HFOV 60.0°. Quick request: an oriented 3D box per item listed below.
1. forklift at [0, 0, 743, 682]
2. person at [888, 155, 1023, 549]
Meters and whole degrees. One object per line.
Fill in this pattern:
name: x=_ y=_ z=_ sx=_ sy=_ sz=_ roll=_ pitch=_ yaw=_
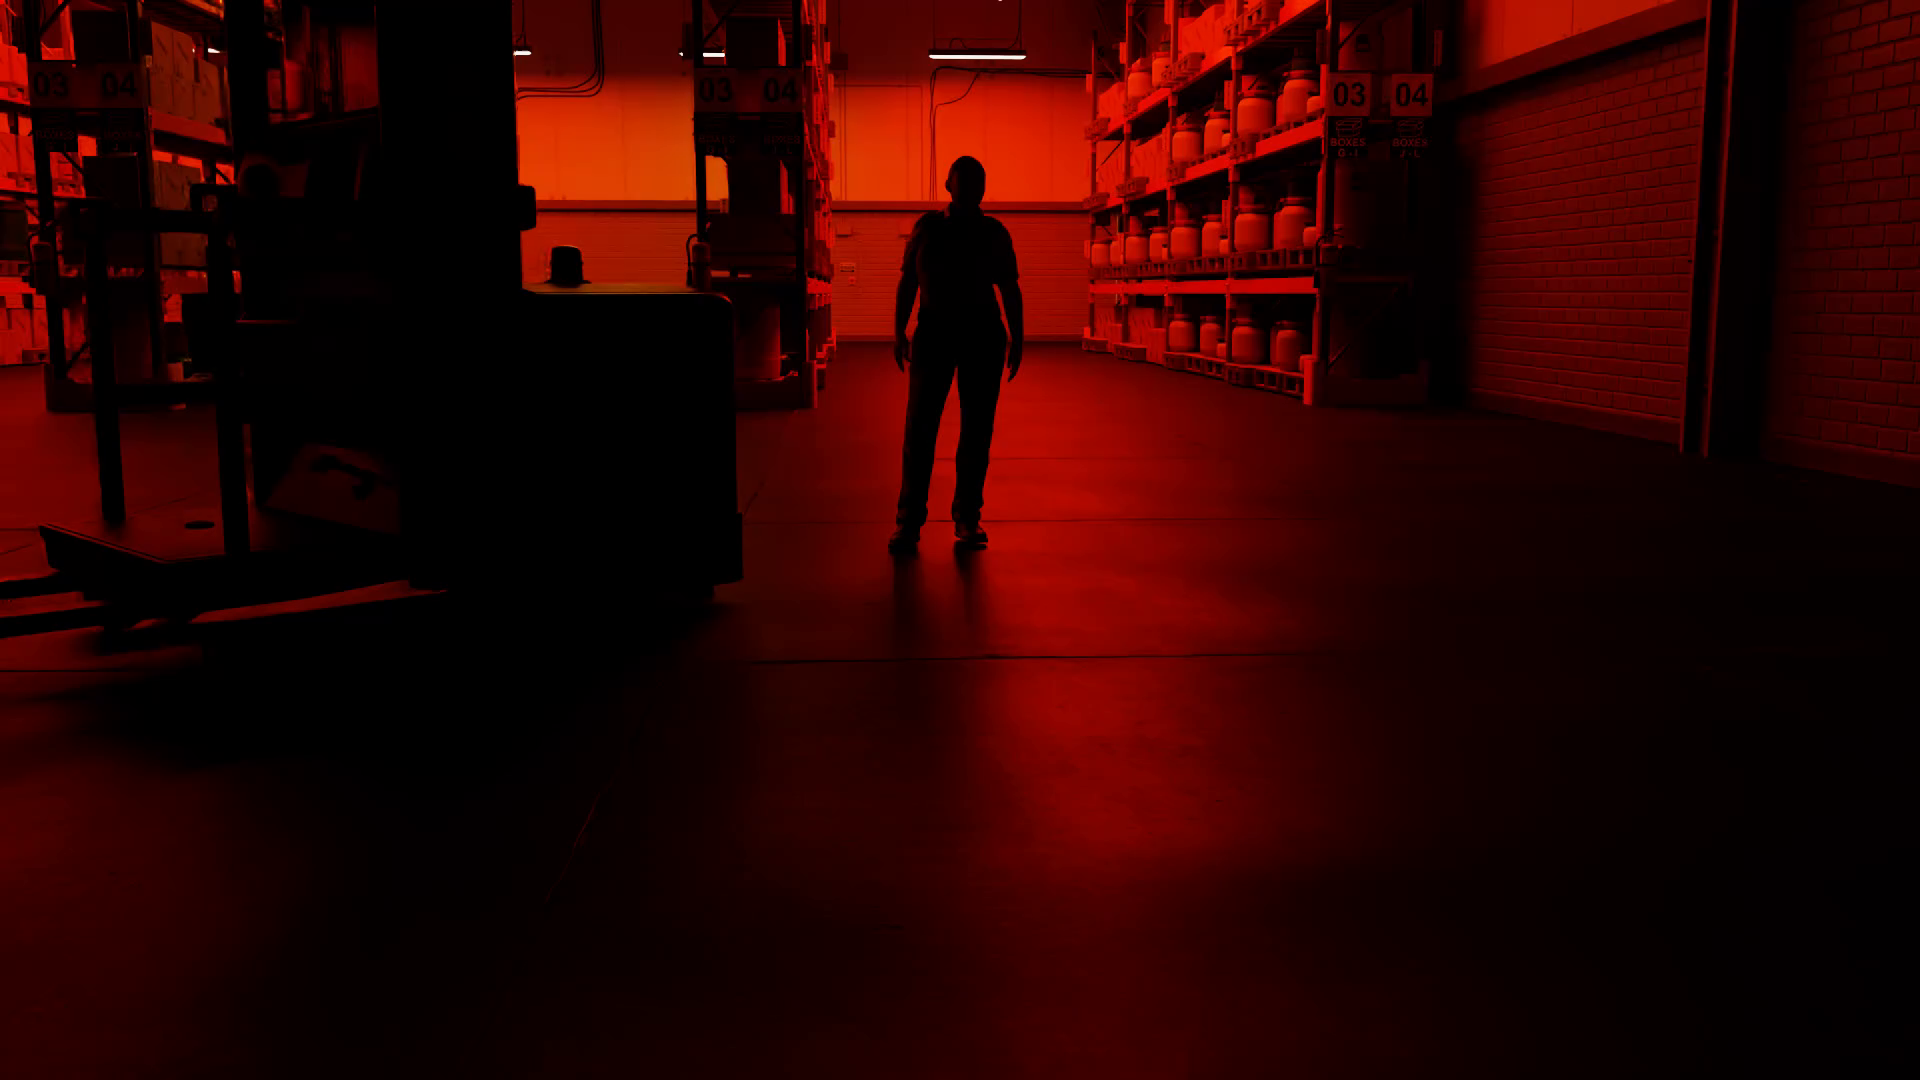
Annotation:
forklift: x=-2.169 y=-1.138 z=4.993 sx=3.031 sy=2.935 sz=1.130 roll=-8 pitch=12 yaw=-44
person: x=-0.018 y=-0.808 z=7.097 sx=0.598 sy=1.651 sz=0.502 roll=-1 pitch=8 yaw=-4
